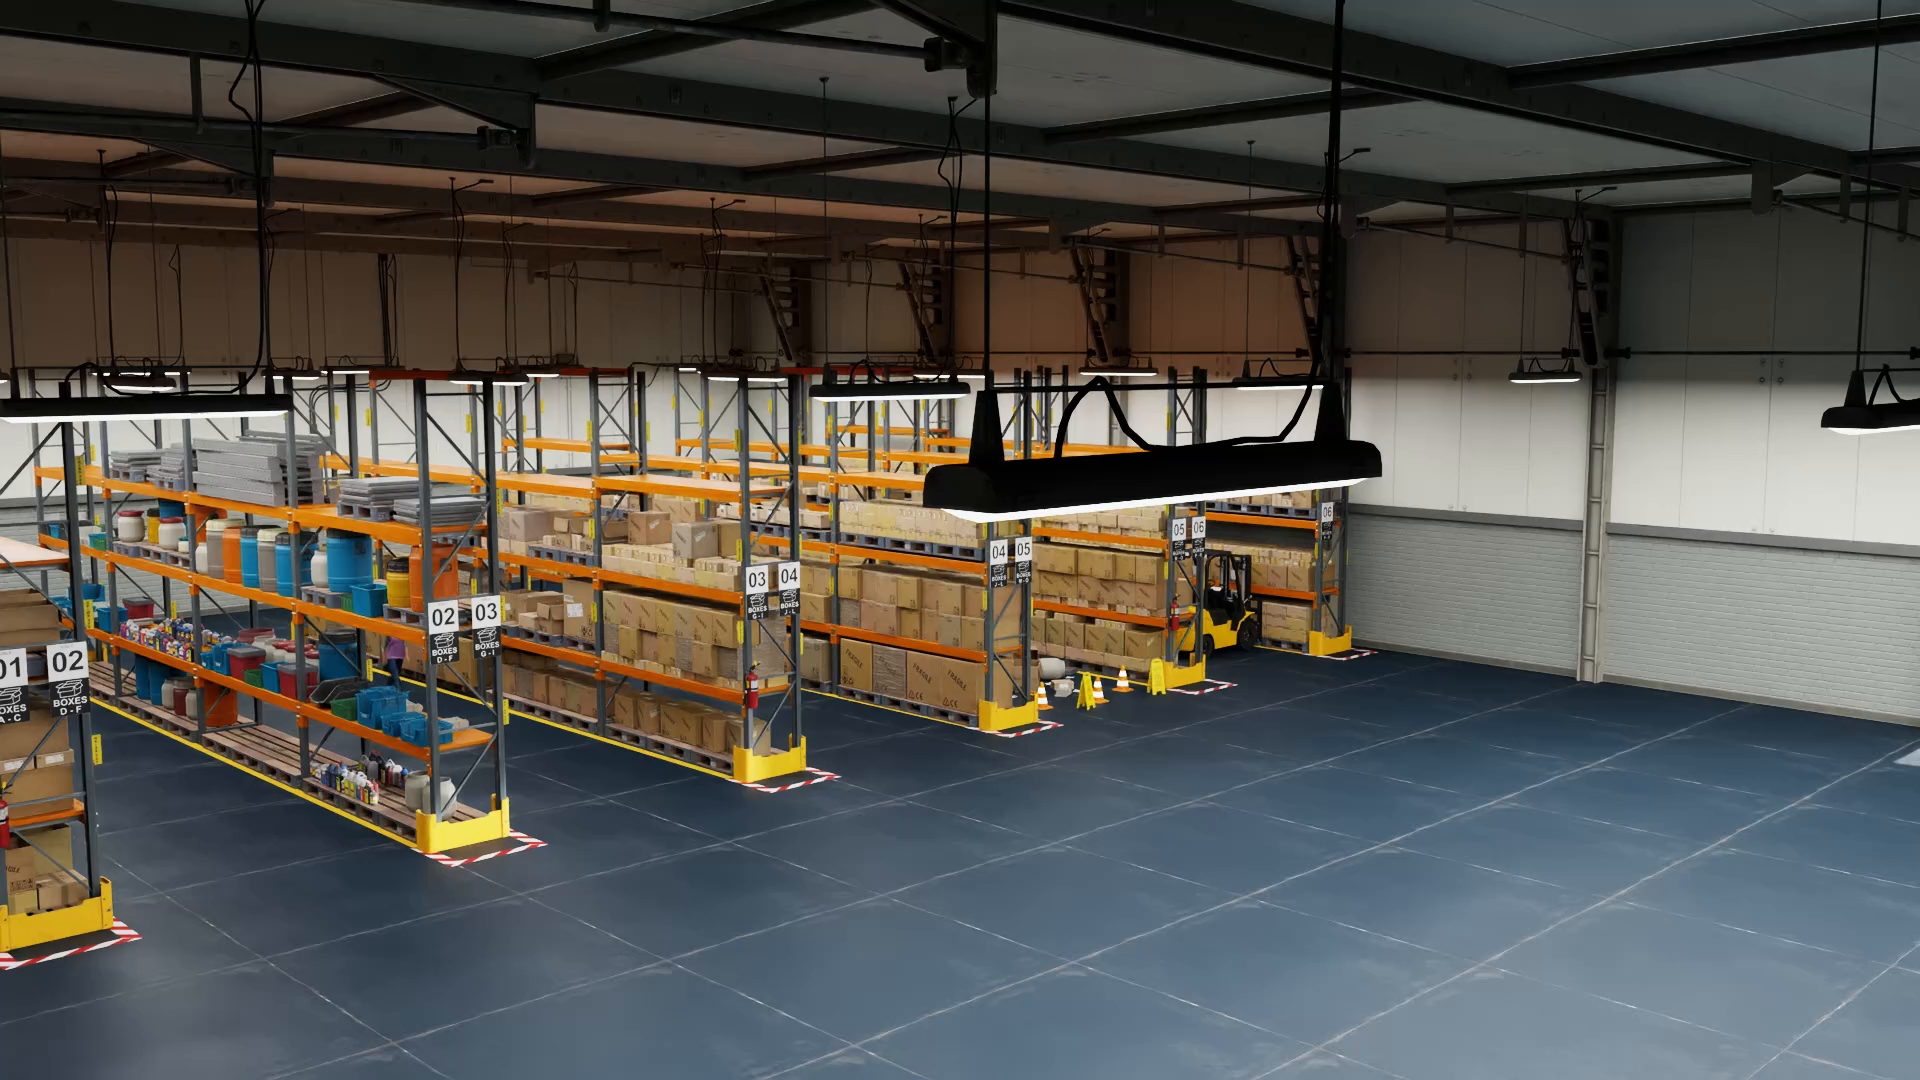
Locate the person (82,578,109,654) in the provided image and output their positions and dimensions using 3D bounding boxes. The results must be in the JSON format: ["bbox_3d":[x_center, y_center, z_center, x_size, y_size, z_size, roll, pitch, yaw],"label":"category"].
[{"bbox_3d":[-18.210,1.576,34.780,1.073,1.600,0.543,2,7,17],"label":"person"}]

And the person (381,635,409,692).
[{"bbox_3d":[-10.200,2.148,30.153,0.967,1.532,0.434,4,8,33],"label":"person"}]

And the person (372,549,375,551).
[{"bbox_3d":[-13.707,1.066,38.825,1.114,1.718,0.674,5,8,40],"label":"person"}]
